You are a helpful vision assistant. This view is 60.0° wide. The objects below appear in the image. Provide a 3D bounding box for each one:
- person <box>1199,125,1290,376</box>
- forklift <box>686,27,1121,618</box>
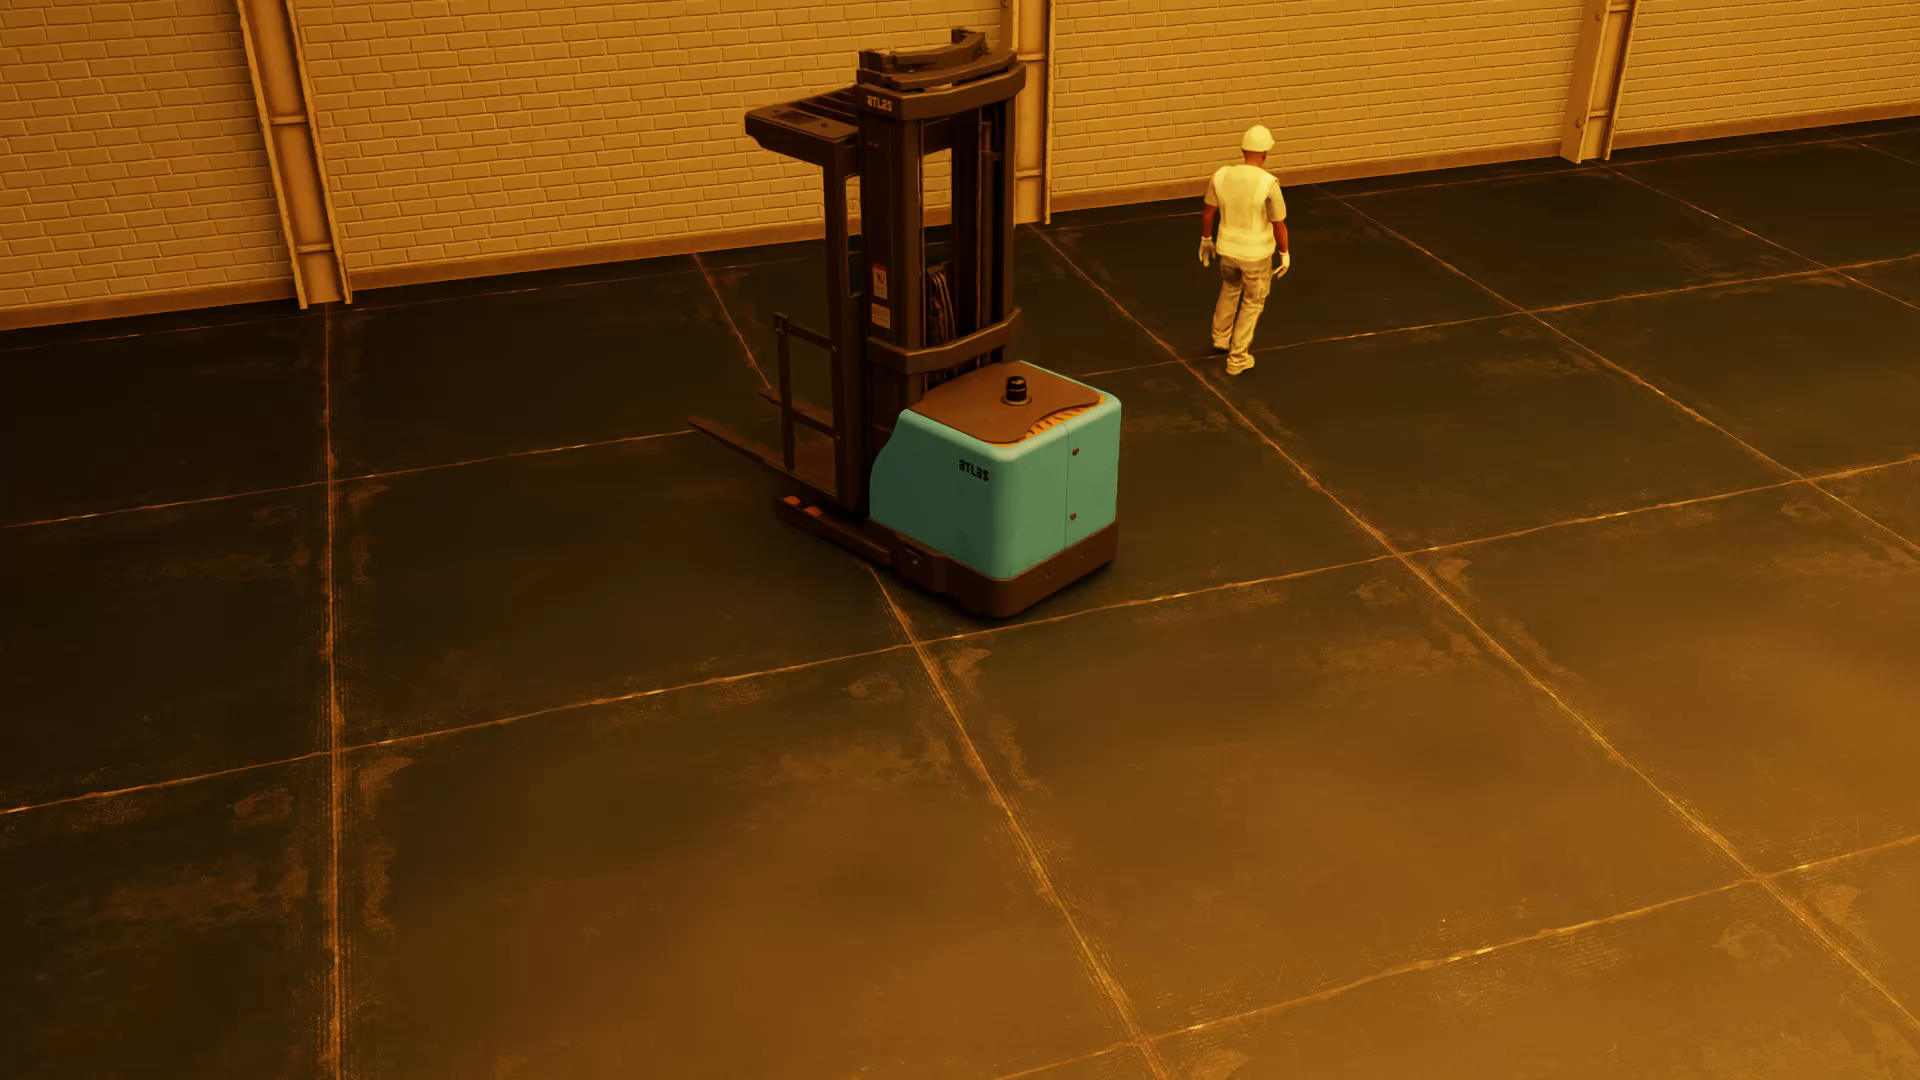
[{"bbox_3d":[2.068,-2.068,11.915,0.654,1.824,0.530,23,37,34],"label":"person"},{"bbox_3d":[-0.493,-1.472,9.646,3.031,2.935,1.130,26,39,37],"label":"forklift"}]
